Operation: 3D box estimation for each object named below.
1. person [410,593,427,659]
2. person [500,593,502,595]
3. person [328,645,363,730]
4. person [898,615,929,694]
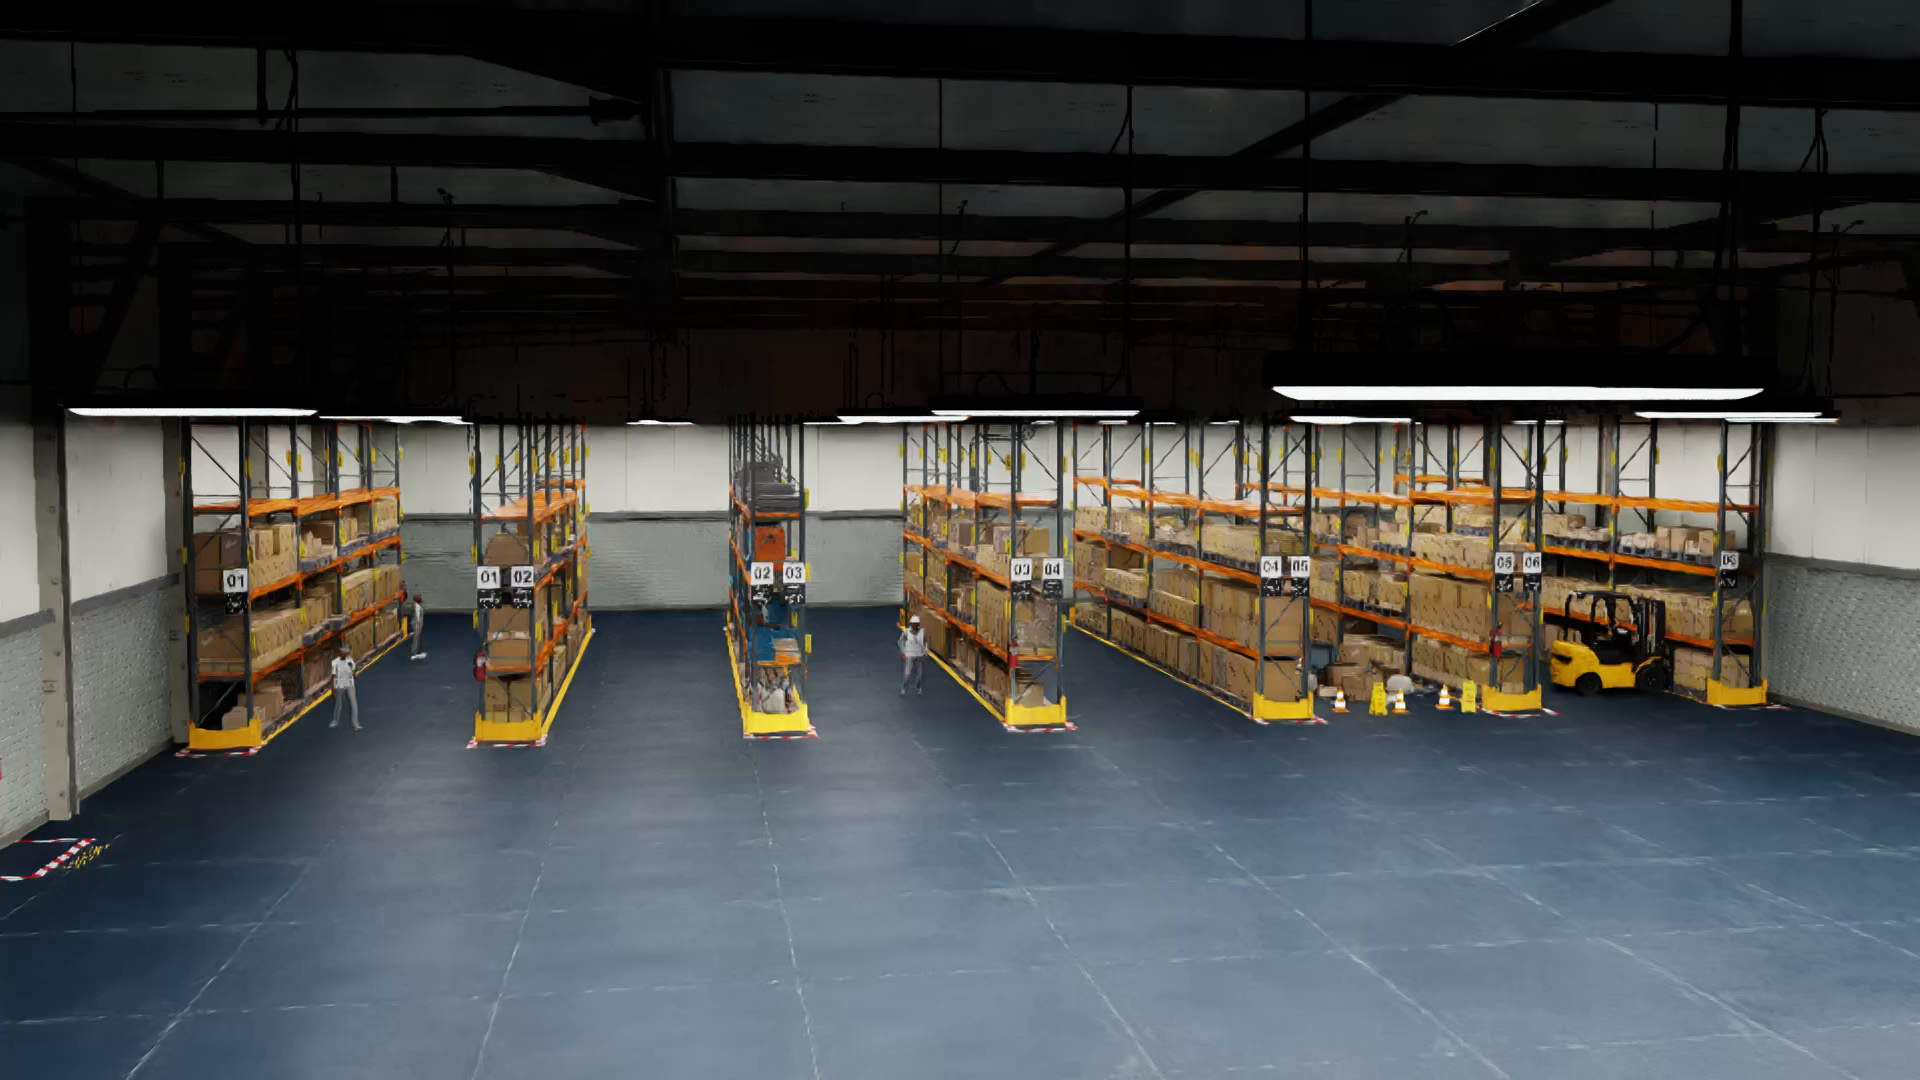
[{"bbox_3d":[-13.375,2.116,41.108,0.411,1.601,0.499,-2,4,-27],"label":"person"},{"bbox_3d":[-12.116,1.899,43.941,0.477,1.667,0.521,1,4,20],"label":"person"},{"bbox_3d":[-11.673,2.777,31.511,0.490,1.613,0.938,-2,5,-32],"label":"person"},{"bbox_3d":[-0.983,2.452,35.542,0.677,1.726,0.574,-1,4,-12],"label":"person"}]
